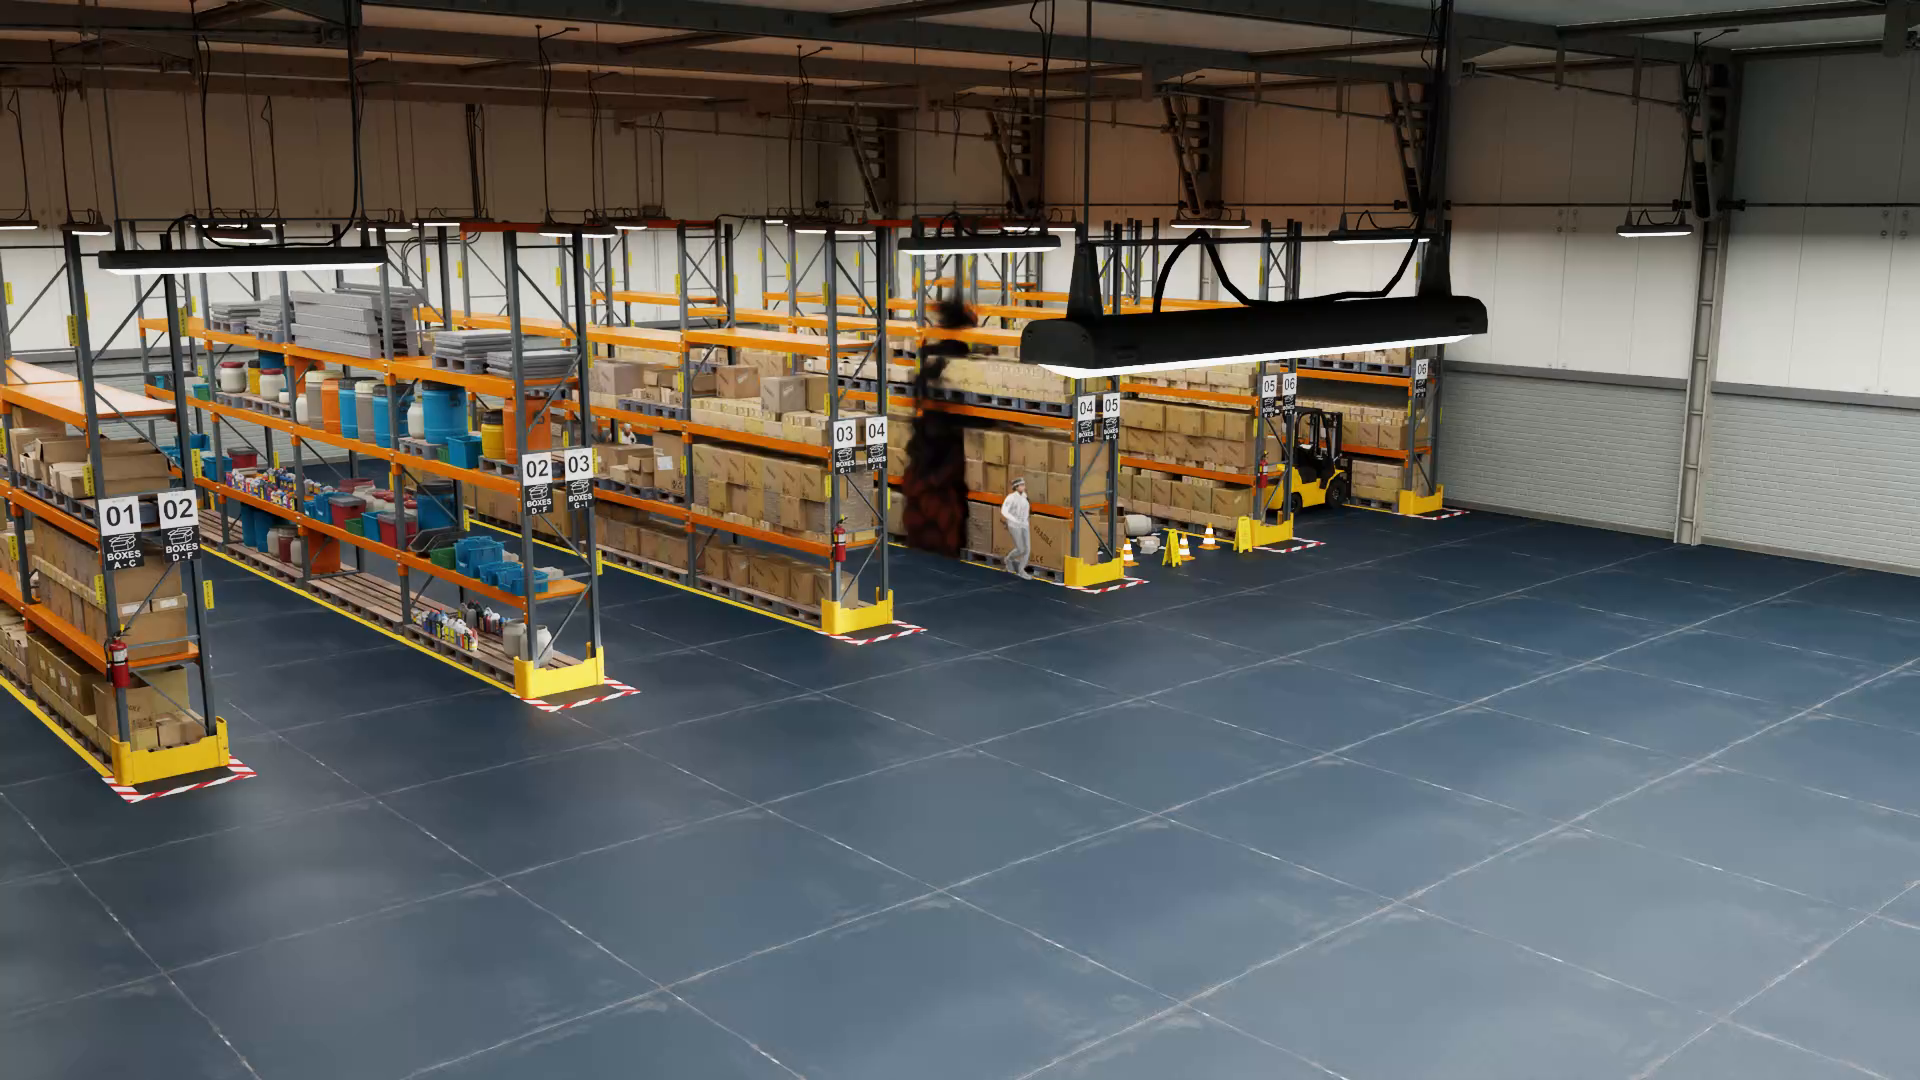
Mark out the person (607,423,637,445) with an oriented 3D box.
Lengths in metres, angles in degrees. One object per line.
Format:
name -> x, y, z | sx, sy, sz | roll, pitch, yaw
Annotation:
person -> -7.415, -1.787, 36.611 | 0.858, 1.618, 0.594 | 9, 15, 39

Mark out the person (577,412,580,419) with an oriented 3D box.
person -> -9.366, -2.613, 40.878 | 0.494, 1.436, 0.625 | -6, 13, -27

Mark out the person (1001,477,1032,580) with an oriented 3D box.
person -> 0.958, -0.214, 27.319 | 0.657, 1.689, 0.563 | -10, 15, -41
